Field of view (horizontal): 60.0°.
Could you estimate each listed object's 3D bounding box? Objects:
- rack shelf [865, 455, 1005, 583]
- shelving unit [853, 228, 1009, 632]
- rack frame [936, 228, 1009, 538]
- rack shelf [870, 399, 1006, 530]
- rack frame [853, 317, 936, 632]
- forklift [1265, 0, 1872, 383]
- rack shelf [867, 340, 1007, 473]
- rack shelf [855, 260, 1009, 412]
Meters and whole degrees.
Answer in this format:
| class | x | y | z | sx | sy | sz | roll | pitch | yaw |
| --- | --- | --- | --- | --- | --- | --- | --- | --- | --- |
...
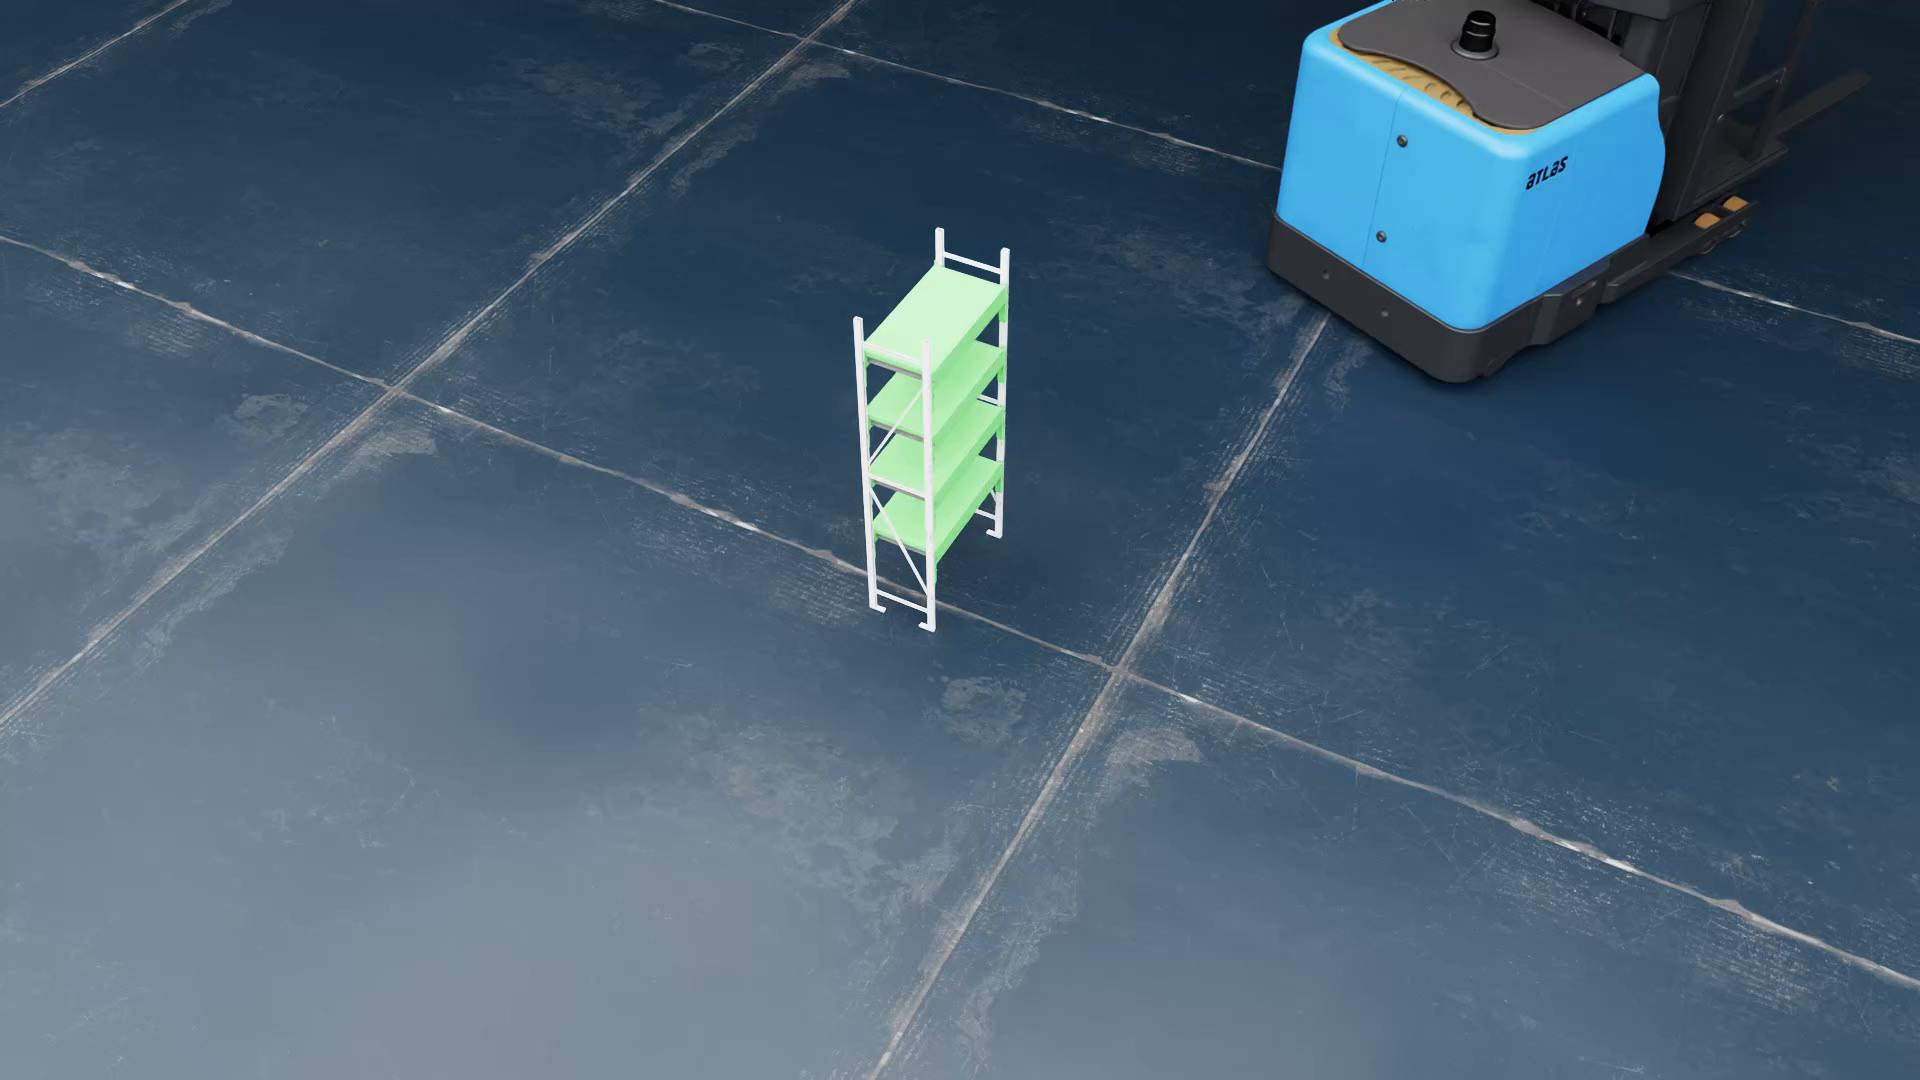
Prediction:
| class | x | y | z | sx | sy | sz | roll | pitch | yaw |
| --- | --- | --- | --- | --- | --- | --- | --- | --- | --- |
| rack shelf | -0.077 | -0.104 | 5.436 | 0.258 | 0.148 | 0.480 | 20 | 49 | 19 |
| shelving unit | -0.077 | -0.317 | 5.220 | 0.258 | 1.200 | 0.503 | 20 | 49 | 19 |
| rack frame | 0.036 | -0.471 | 5.372 | 0.240 | 1.200 | 0.015 | 20 | 49 | 19 |
| rack shelf | -0.077 | -0.273 | 5.266 | 0.258 | 0.148 | 0.480 | 20 | 49 | 19 |
| rack frame | -0.190 | -0.164 | 5.068 | 0.240 | 1.200 | 0.015 | 20 | 49 | 19 |
| forklift | 2.716 | -2.492 | 6.152 | 3.031 | 2.935 | 1.130 | -29 | 52 | -26 |
| rack shelf | -0.077 | -0.441 | 5.095 | 0.258 | 0.148 | 0.480 | 20 | 49 | 19 |
| rack shelf | -0.077 | -0.610 | 4.924 | 0.258 | 0.148 | 0.480 | 20 | 49 | 19 |
